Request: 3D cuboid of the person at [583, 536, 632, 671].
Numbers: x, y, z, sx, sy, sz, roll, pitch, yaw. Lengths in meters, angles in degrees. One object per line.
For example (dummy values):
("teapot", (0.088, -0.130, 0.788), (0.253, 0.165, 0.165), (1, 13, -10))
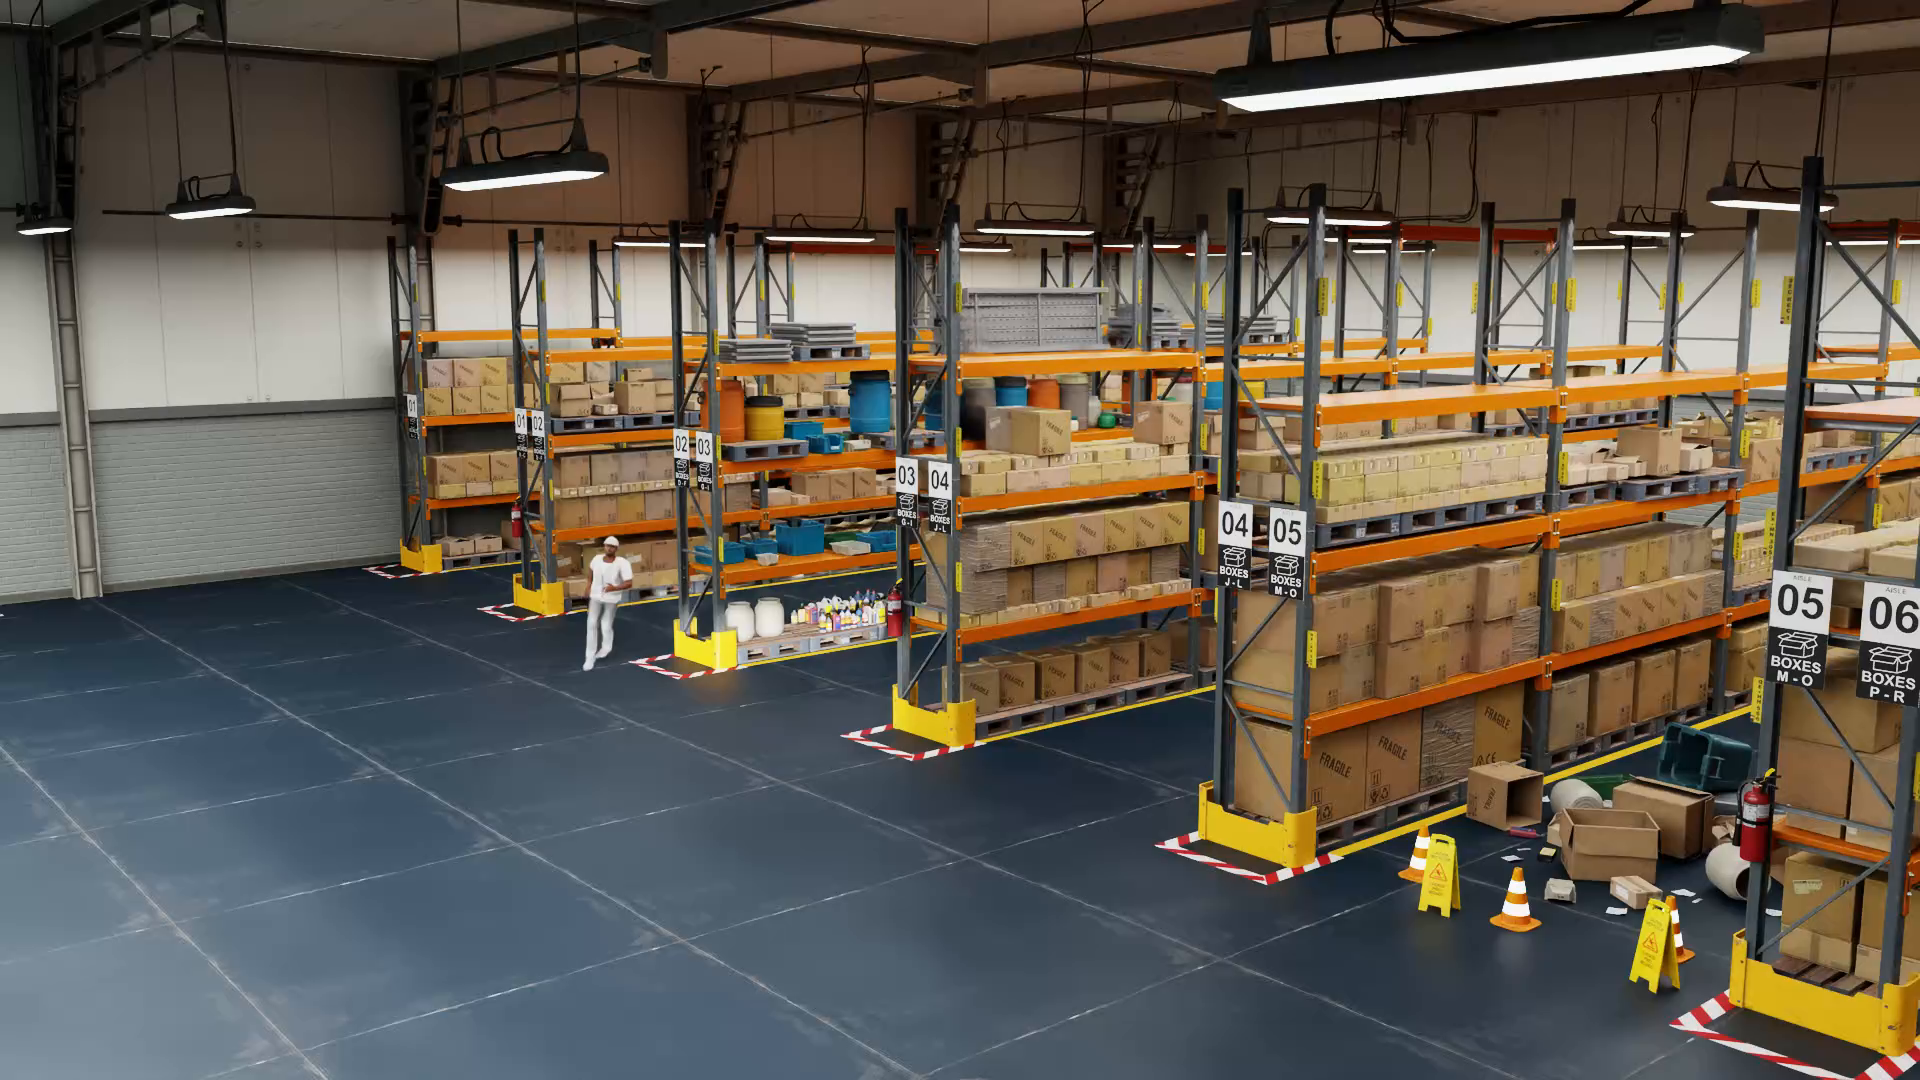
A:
("person", (-4.806, 0.825, 22.597), (0.724, 1.756, 0.900), (1, 9, 5))
